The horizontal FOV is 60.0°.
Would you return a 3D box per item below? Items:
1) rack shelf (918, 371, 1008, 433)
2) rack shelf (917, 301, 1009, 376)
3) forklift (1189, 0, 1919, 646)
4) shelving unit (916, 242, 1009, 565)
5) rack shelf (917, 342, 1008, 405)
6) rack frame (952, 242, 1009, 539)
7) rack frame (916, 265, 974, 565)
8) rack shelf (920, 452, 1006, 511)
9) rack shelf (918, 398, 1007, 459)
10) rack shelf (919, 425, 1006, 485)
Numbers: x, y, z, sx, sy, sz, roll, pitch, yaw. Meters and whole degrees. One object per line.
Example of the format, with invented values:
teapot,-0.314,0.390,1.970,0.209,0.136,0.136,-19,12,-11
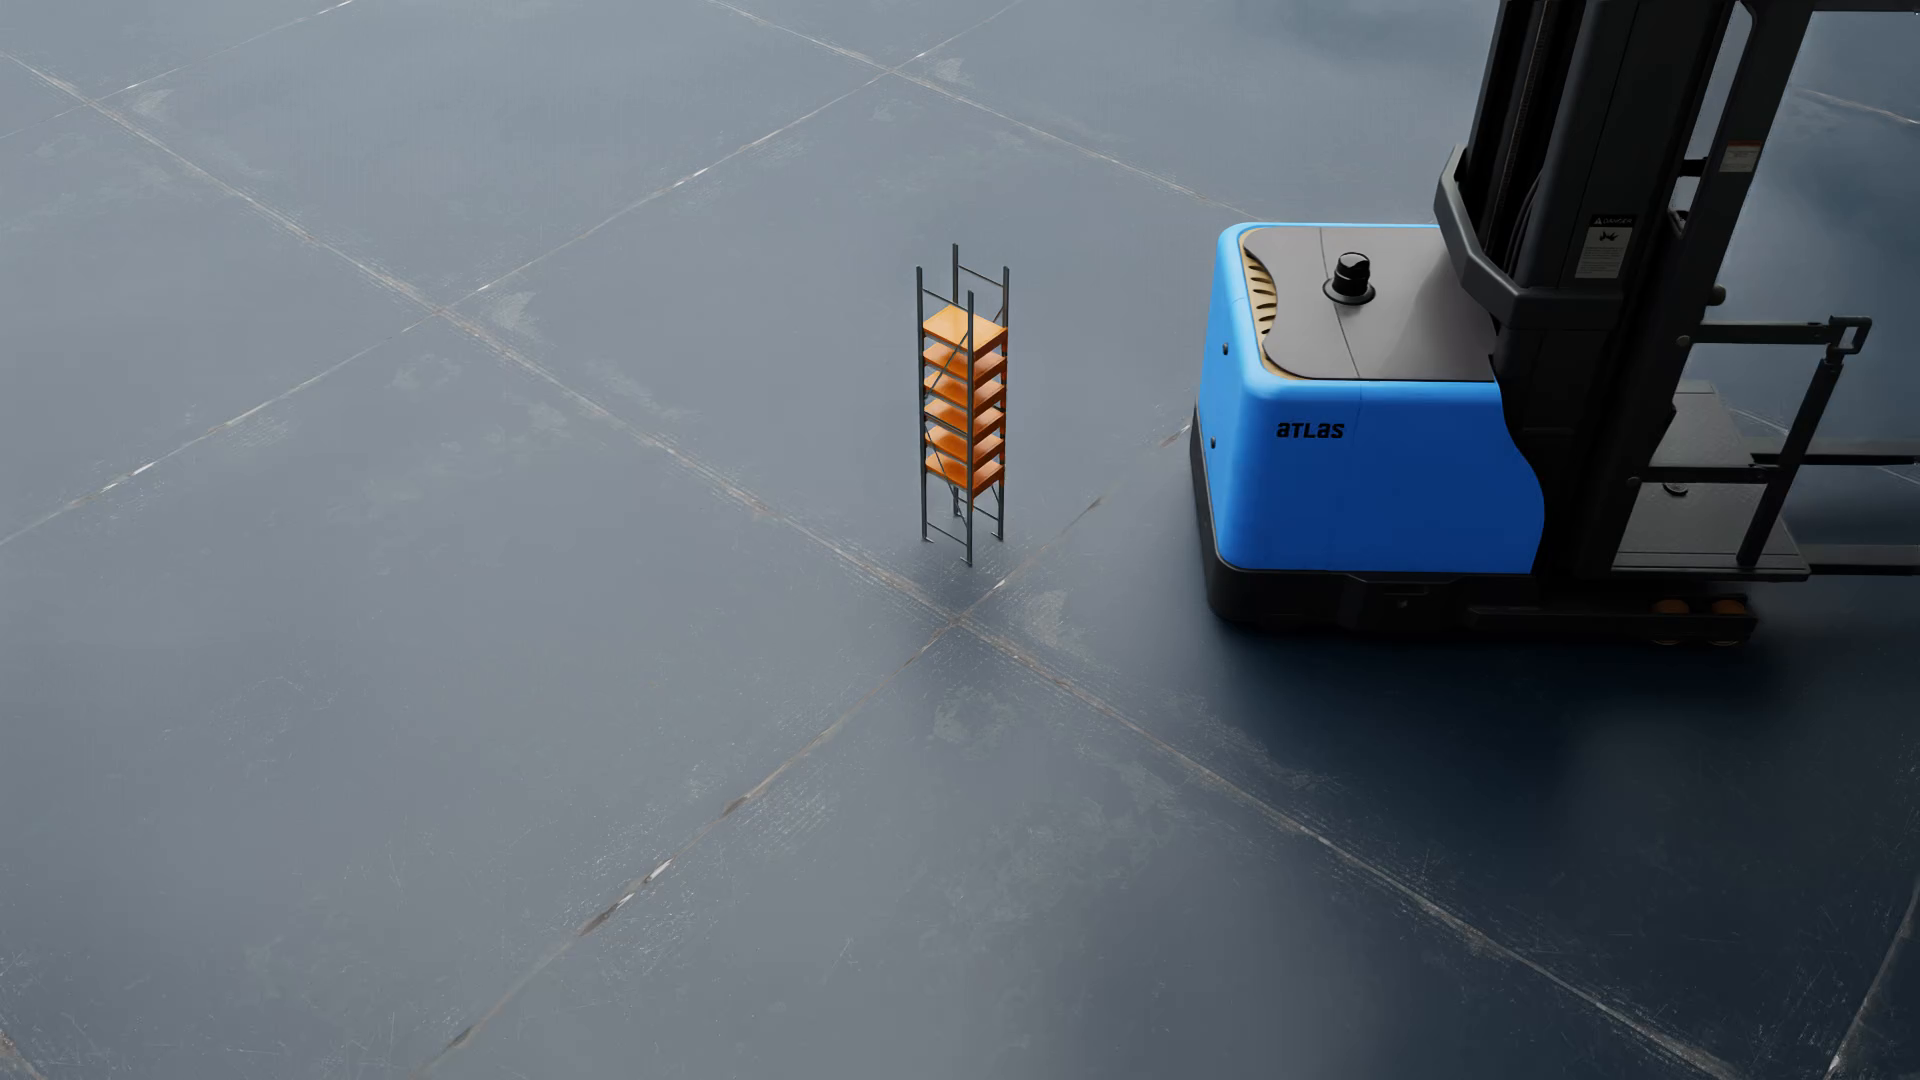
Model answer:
rack shelf,0.009,-0.507,5.804,0.258,0.103,0.180,29,50,28
rack shelf,0.009,-0.685,5.642,0.258,0.103,0.180,29,50,28
forklift,2.406,-1.077,5.256,3.031,2.935,1.130,1,42,1
shelving unit,0.009,-0.451,5.855,0.258,1.200,0.189,29,50,28
rack shelf,0.009,-0.596,5.723,0.258,0.103,0.180,29,50,28
rack frame,0.068,-0.498,5.906,0.240,1.200,0.006,29,50,28
rack frame,-0.050,-0.404,5.803,0.240,1.200,0.006,29,50,28
rack shelf,0.009,-0.241,6.046,0.258,0.103,0.180,29,50,28
rack shelf,0.009,-0.419,5.884,0.258,0.103,0.180,29,50,28
rack shelf,0.009,-0.330,5.965,0.258,0.103,0.180,29,50,28
